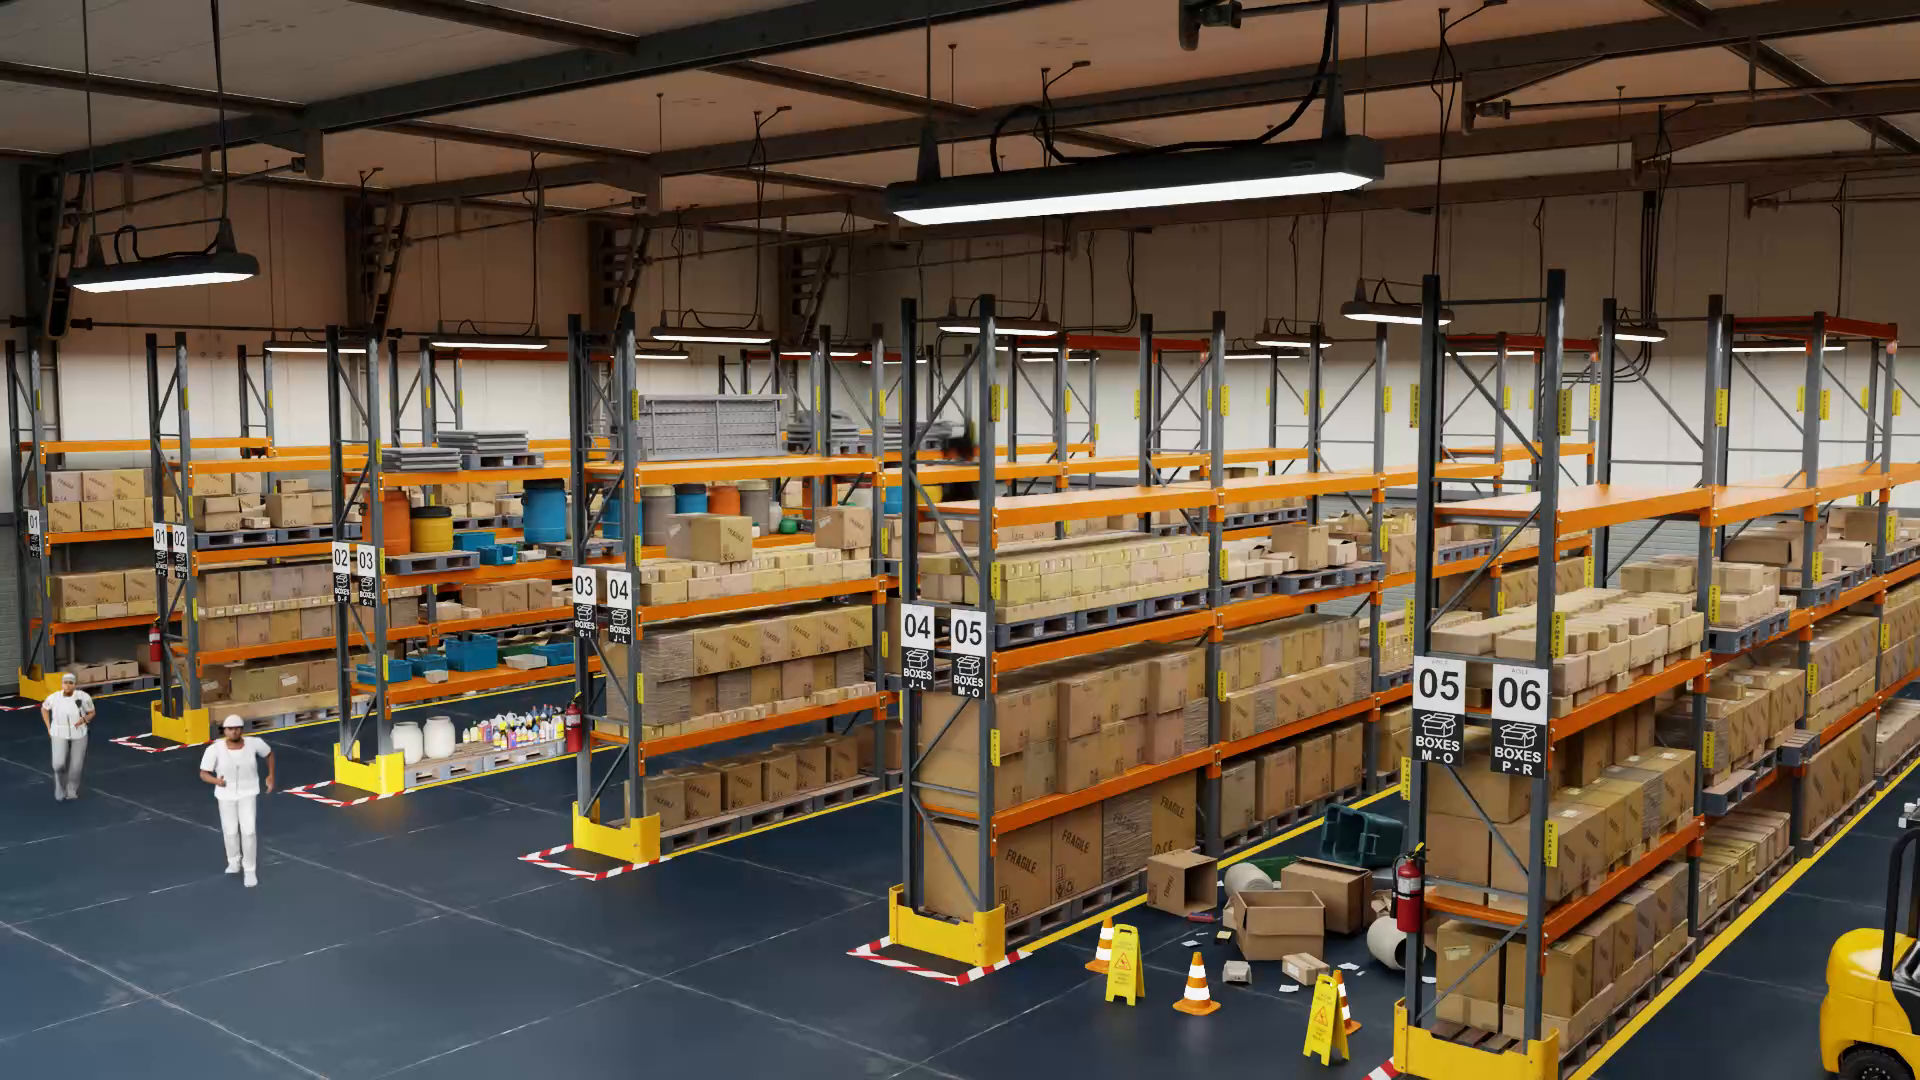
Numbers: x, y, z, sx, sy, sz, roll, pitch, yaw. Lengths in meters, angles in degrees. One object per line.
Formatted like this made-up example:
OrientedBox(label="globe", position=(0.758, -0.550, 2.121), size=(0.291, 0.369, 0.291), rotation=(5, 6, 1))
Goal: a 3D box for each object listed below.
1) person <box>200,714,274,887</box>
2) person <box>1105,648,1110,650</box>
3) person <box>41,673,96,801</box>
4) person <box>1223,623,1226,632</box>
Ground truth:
OrientedBox(label="person", position=(-7.578, 2.732, 17.468), size=(0.719, 1.839, 0.754), rotation=(-2, 6, -22))
OrientedBox(label="person", position=(2.224, 1.980, 22.997), size=(0.579, 1.675, 0.853), rotation=(3, 6, 31))
OrientedBox(label="person", position=(-11.161, 2.471, 20.847), size=(0.599, 1.622, 0.643), rotation=(-3, 6, -29))
OrientedBox(label="person", position=(3.937, 2.012, 25.303), size=(0.655, 1.739, 0.907), rotation=(3, 6, 34))
